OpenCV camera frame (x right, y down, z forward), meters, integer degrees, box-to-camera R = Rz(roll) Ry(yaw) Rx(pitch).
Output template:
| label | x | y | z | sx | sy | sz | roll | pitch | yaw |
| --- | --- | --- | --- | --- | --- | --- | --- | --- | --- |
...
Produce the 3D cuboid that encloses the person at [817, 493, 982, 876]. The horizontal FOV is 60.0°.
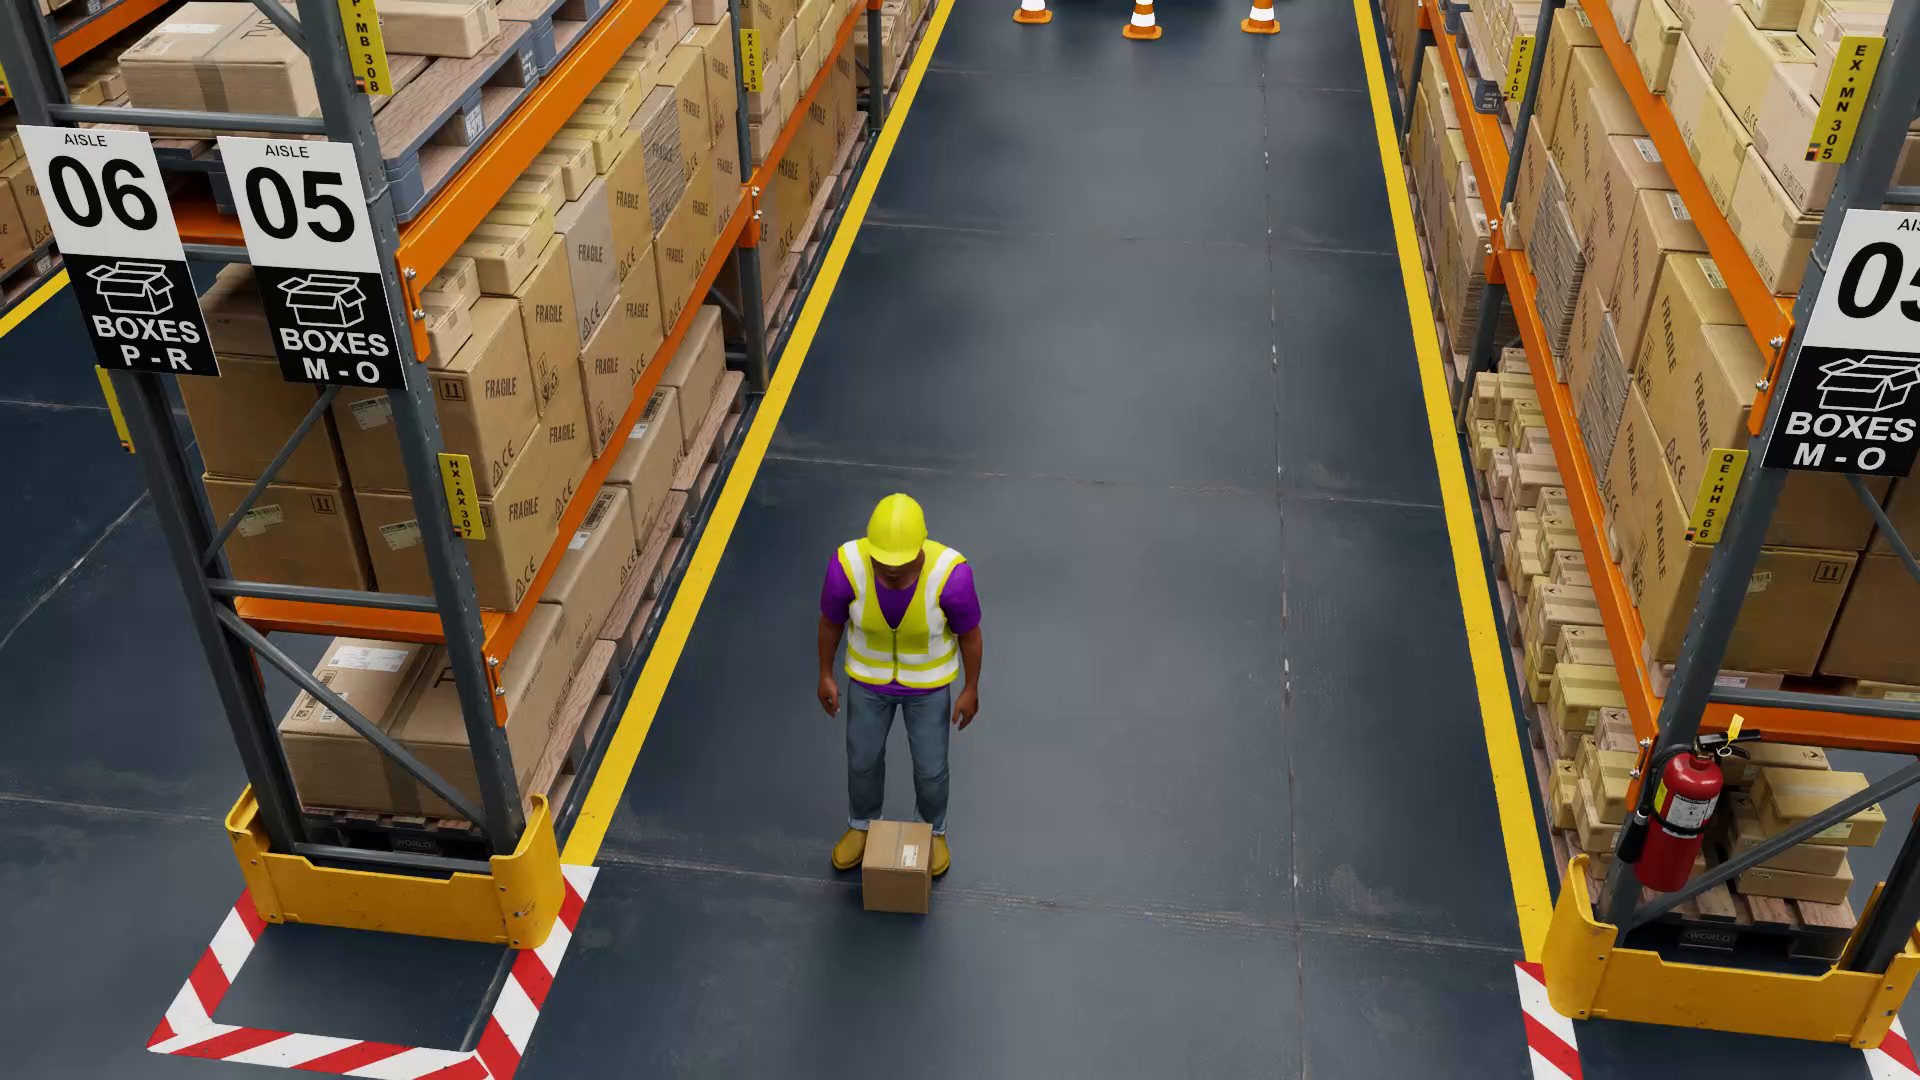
| label | x | y | z | sx | sy | sz | roll | pitch | yaw |
| --- | --- | --- | --- | --- | --- | --- | --- | --- | --- |
| person | -0.233 | 0.540 | 6.280 | 0.626 | 1.760 | 0.461 | 4 | 36 | 6 |
